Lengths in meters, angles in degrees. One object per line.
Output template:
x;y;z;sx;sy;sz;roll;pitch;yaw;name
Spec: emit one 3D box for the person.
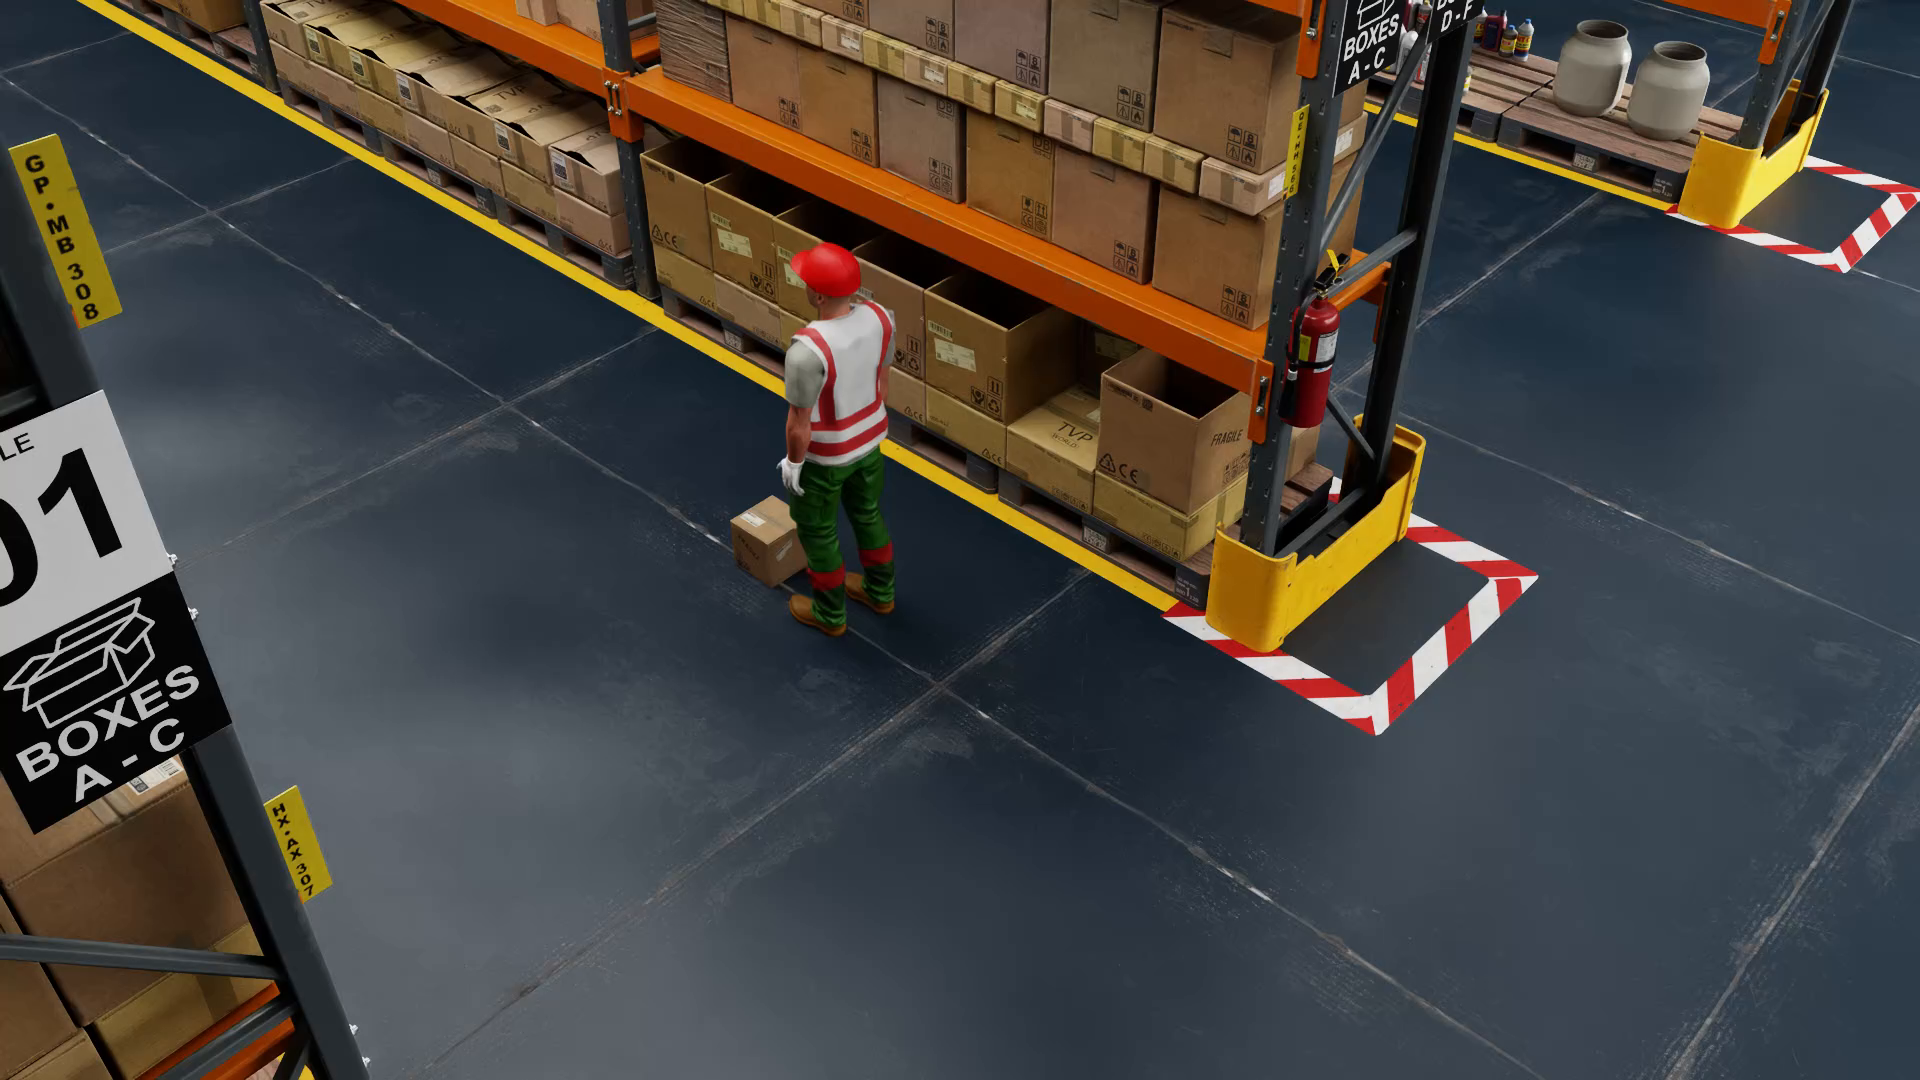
-0.501;-0.391;6.618;0.372;1.790;0.523;31;48;33;person
